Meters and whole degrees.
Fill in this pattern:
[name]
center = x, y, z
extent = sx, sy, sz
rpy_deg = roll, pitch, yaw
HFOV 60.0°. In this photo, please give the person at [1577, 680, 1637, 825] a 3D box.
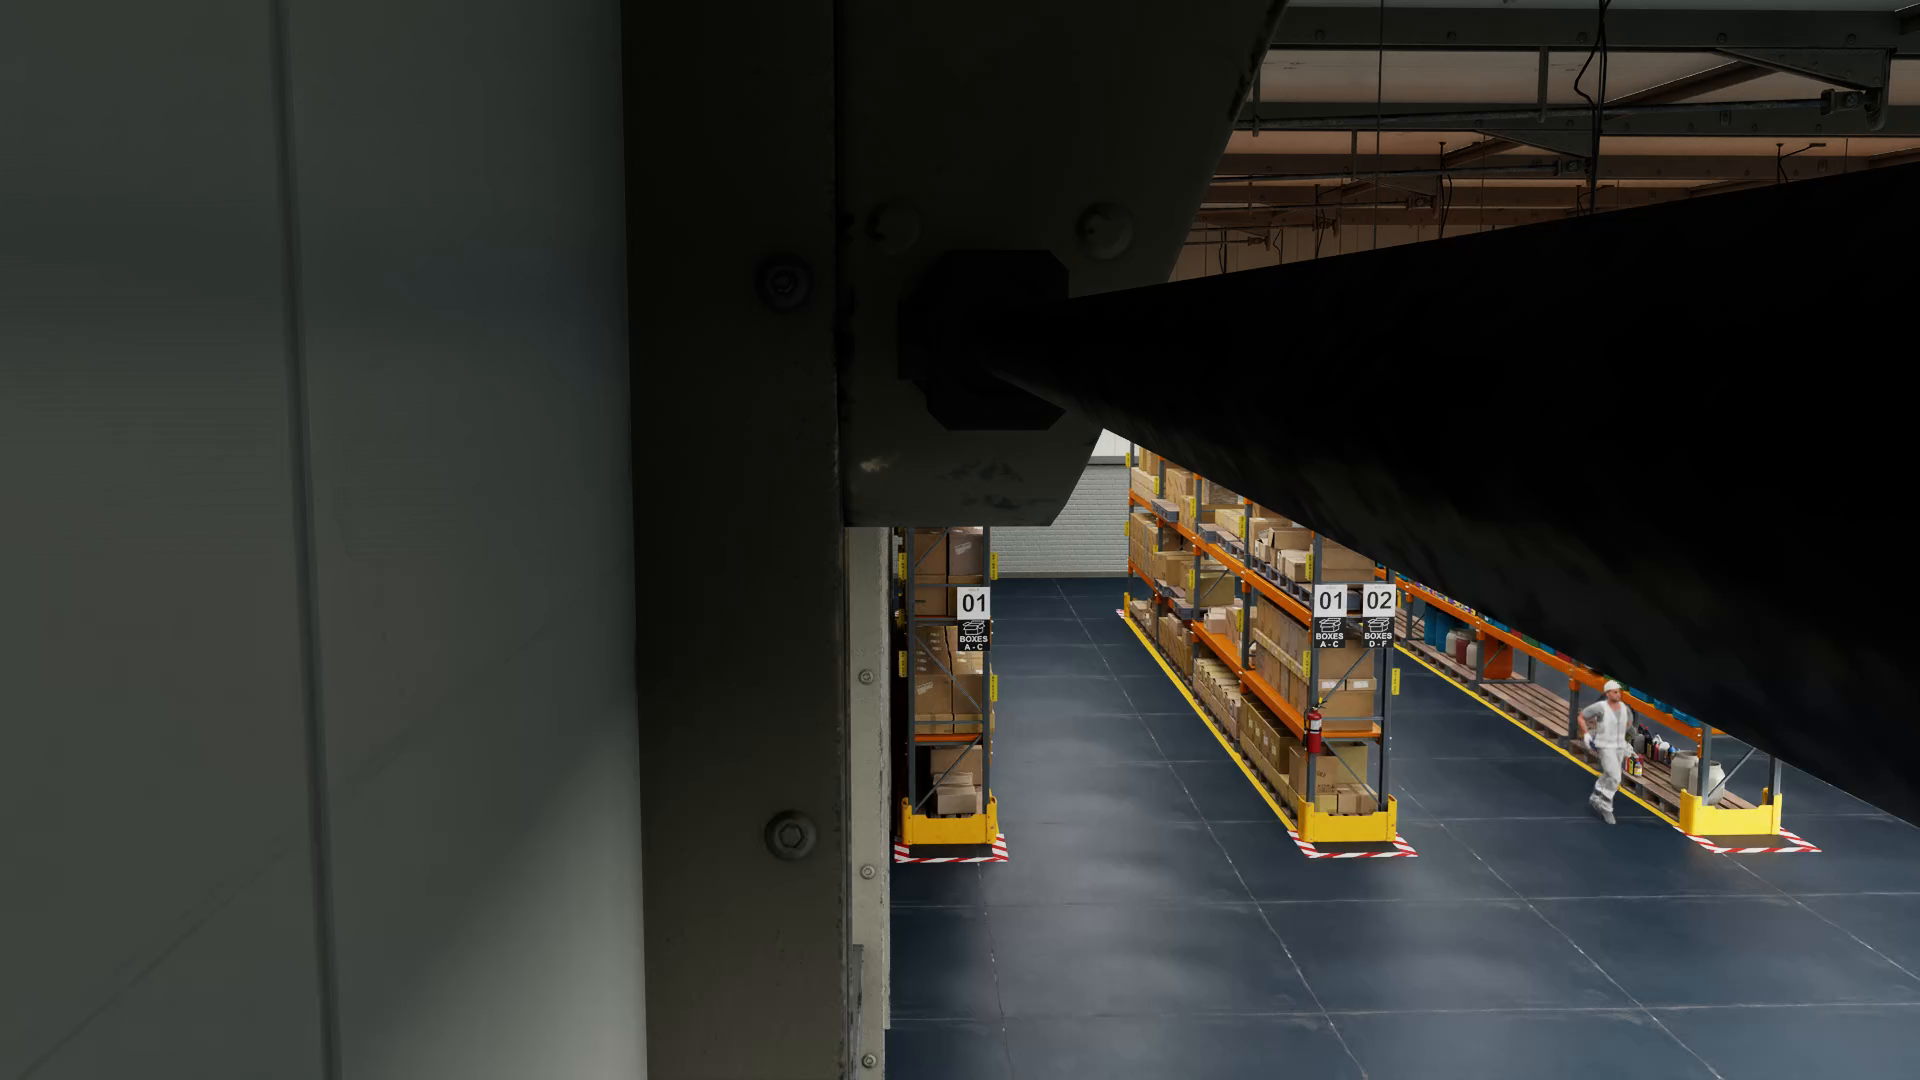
[person]
center = 8.361, 2.714, 21.382
extent = 0.641, 1.839, 0.761
rpy_deg = -3, 8, -21
